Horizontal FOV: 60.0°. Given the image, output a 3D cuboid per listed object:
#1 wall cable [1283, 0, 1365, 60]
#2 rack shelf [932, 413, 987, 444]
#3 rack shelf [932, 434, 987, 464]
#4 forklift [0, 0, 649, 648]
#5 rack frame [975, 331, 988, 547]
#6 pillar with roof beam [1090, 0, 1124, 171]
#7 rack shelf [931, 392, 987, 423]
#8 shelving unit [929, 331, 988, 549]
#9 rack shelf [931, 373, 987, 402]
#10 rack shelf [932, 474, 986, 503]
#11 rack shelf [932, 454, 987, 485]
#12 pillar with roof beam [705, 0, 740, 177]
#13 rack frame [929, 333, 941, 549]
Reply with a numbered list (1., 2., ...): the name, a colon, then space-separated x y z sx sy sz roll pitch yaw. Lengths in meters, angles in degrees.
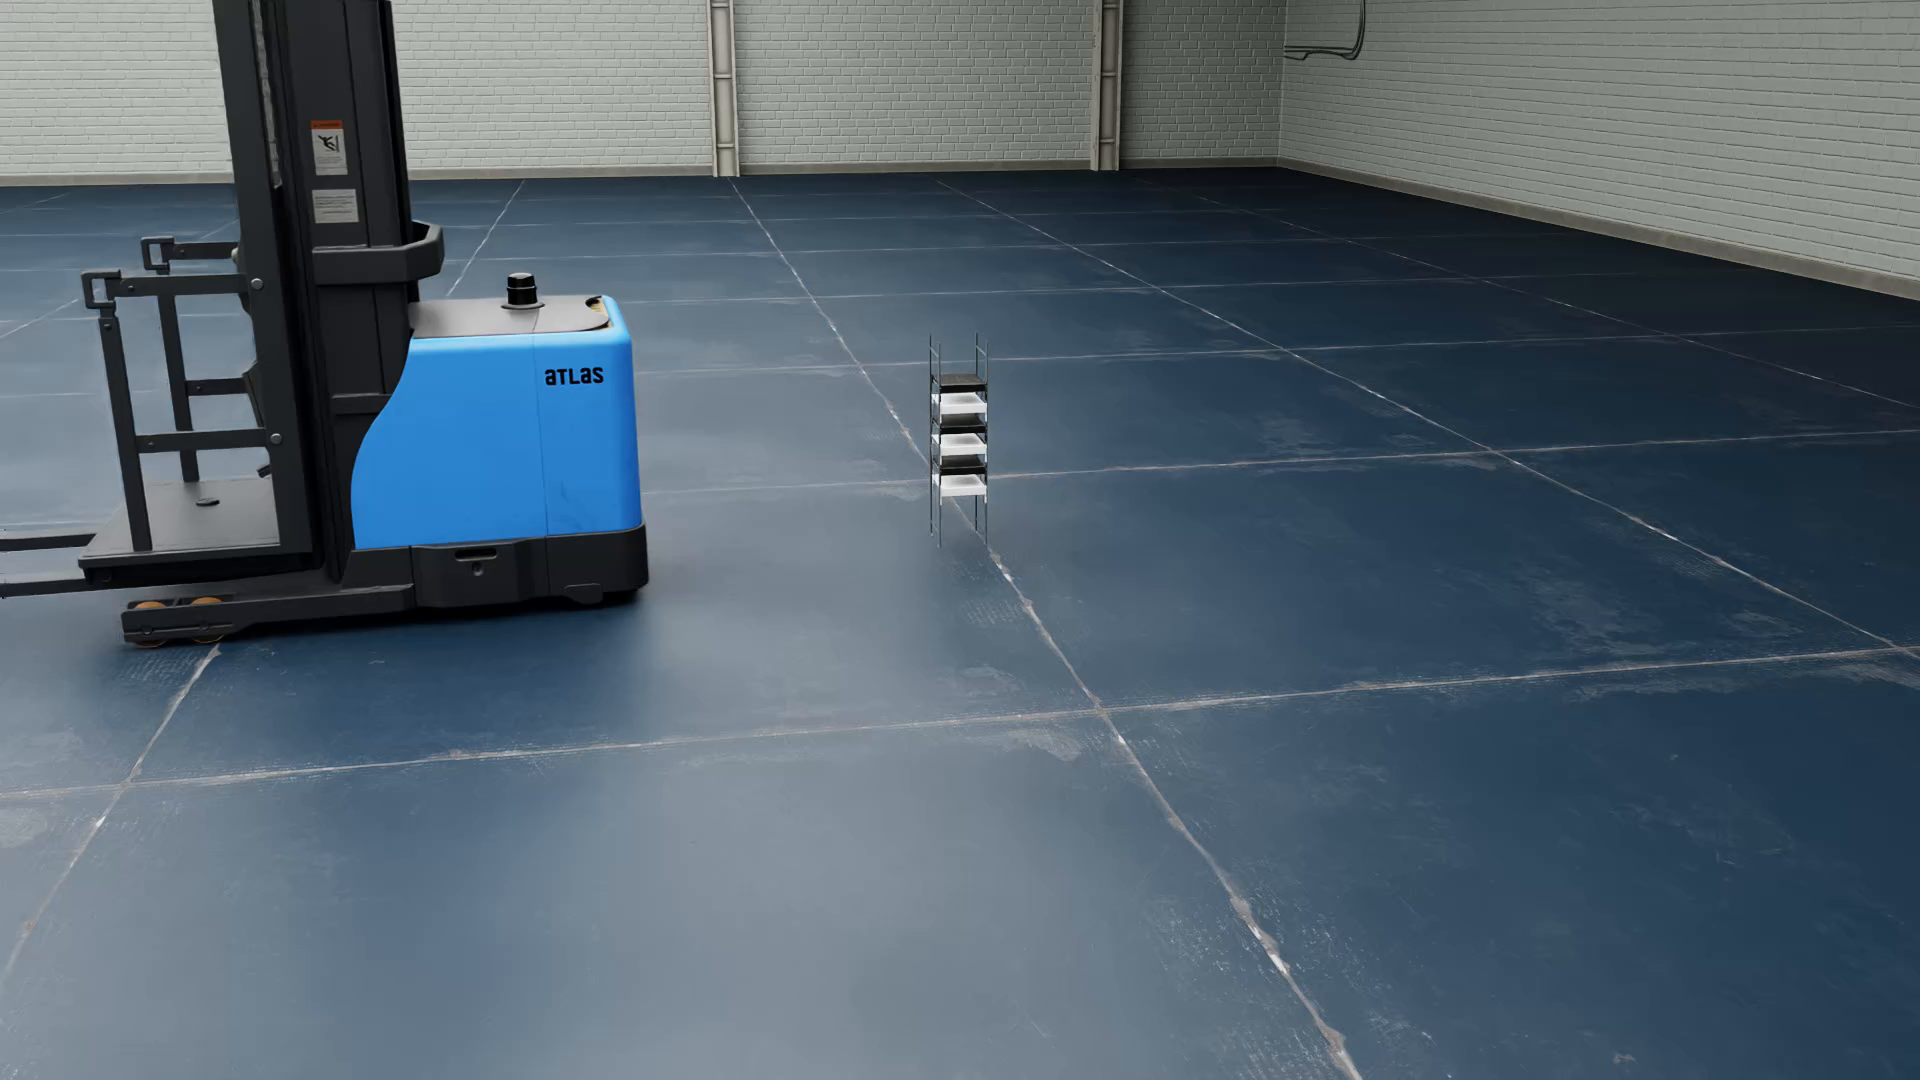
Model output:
1. wall cable: 5.452 -8.520 25.012 0.112 2.526 3.097 -3 17 -10
2. rack shelf: -0.008 -0.484 7.162 0.200 0.077 0.258 -3 17 -10
3. rack shelf: -0.008 -0.398 7.188 0.200 0.077 0.258 -3 17 -10
4. forklift: -2.798 -1.180 6.162 3.031 2.935 1.130 -4 18 -14
5. rack frame: 0.092 -0.435 7.197 0.006 0.900 0.240 -3 17 -10
6. pillar with roof beam: 3.126 -8.980 21.222 0.400 9.000 9.100 -3 17 -10
7. rack shelf: -0.008 -0.570 7.135 0.200 0.077 0.258 -3 17 -10
8. shelving unit: -0.008 -0.430 7.178 0.210 0.900 0.258 -3 17 -10
9. rack shelf: -0.008 -0.656 7.109 0.200 0.077 0.258 -3 17 -10
10. rack shelf: -0.008 -0.226 7.241 0.200 0.077 0.258 -3 17 -10
11. rack shelf: -0.008 -0.312 7.214 0.200 0.077 0.258 -3 17 -10
12. pillar with roof beam: -2.765 -8.646 20.134 0.400 9.000 9.100 -3 17 -10
13. rack frame: -0.108 -0.424 7.160 0.006 0.900 0.240 -3 17 -10
